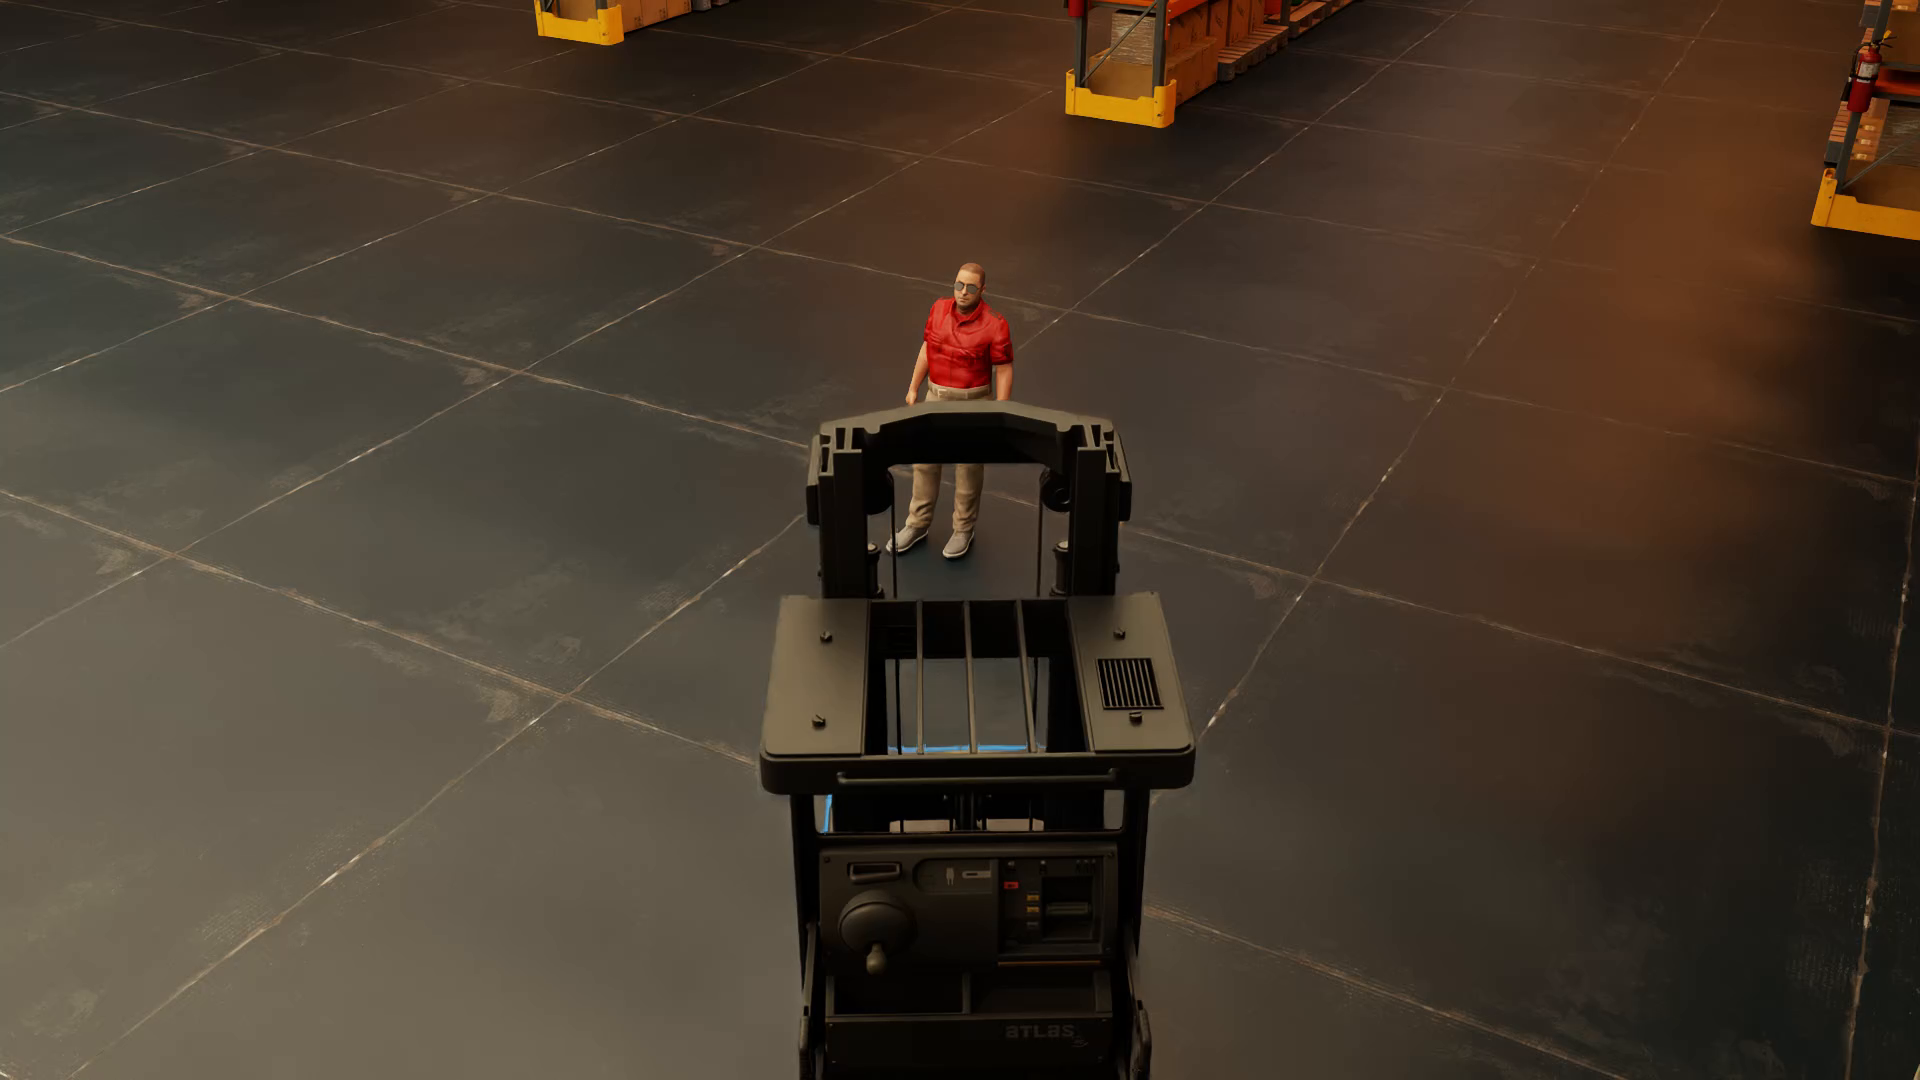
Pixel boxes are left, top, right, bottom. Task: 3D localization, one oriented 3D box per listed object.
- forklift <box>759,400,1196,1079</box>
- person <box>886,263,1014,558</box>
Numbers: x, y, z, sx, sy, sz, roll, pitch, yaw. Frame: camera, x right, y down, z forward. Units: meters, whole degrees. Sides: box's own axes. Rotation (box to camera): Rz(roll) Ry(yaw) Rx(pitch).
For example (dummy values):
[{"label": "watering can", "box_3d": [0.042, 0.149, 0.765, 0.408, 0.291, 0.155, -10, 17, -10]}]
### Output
[{"label": "forklift", "box_3d": [0.036, 1.193, 5.003, 1.130, 2.935, 3.031, -1, 30, -1]}, {"label": "person", "box_3d": [-0.054, -0.719, 9.503, 0.641, 1.728, 0.550, 15, 33, 25]}]
